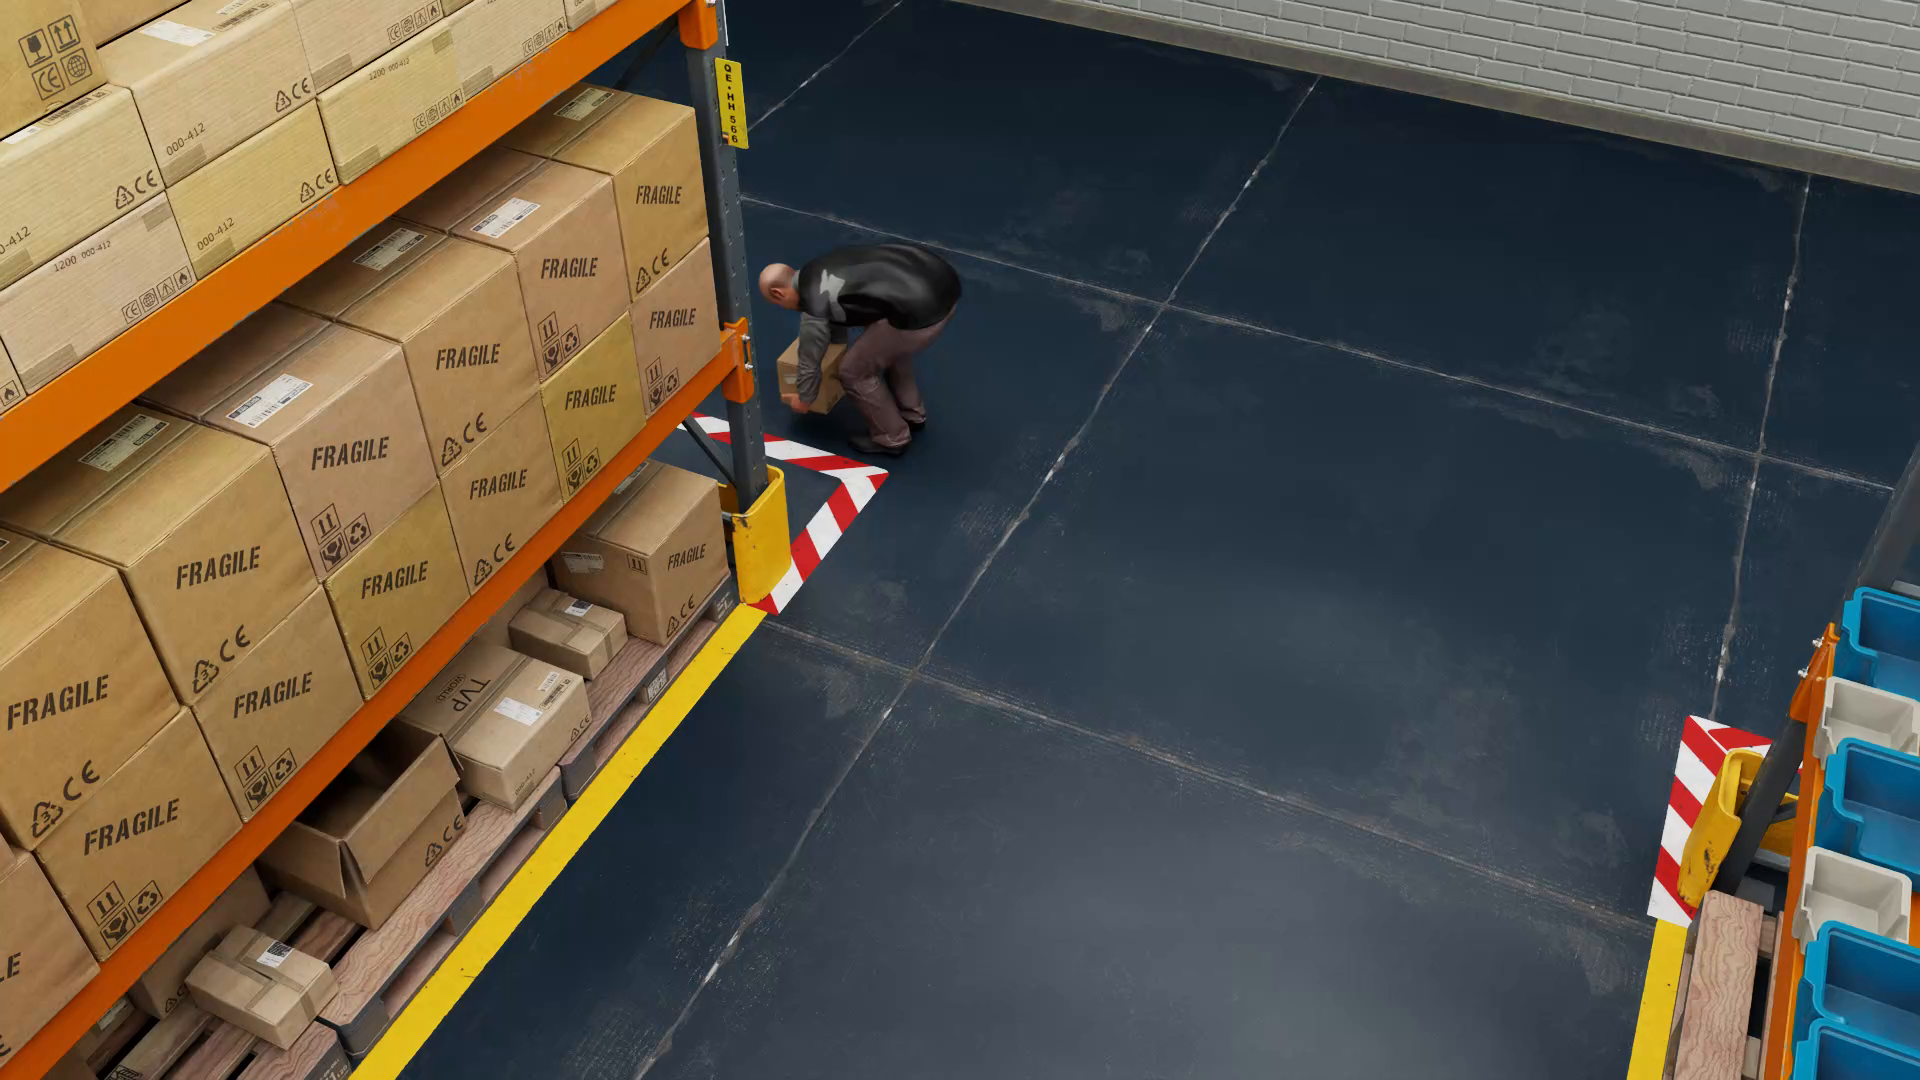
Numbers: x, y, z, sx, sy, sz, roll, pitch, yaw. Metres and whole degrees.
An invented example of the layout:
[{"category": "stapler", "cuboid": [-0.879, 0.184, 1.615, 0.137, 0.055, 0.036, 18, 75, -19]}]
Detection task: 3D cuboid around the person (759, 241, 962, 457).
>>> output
[{"category": "person", "cuboid": [-0.472, -0.926, 7.728, 0.952, 1.041, 0.476, 14, 43, 15]}]
